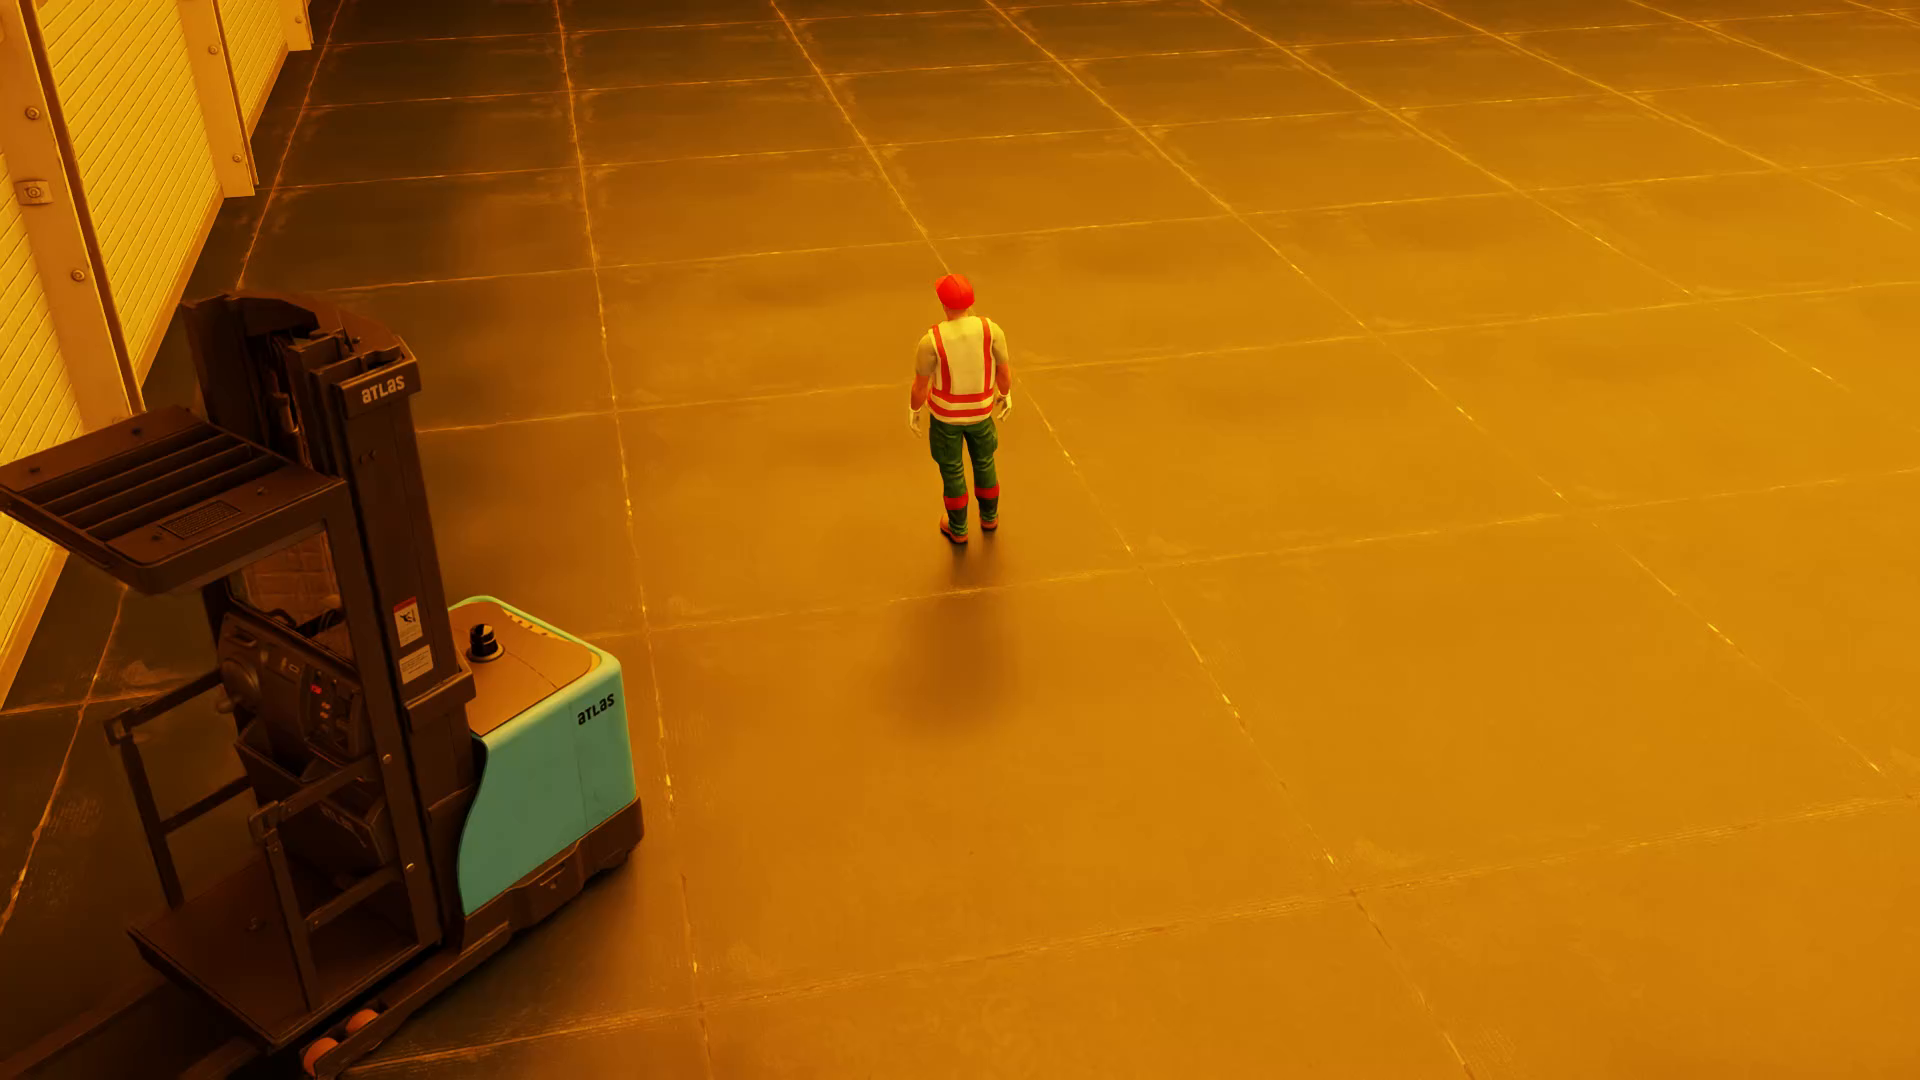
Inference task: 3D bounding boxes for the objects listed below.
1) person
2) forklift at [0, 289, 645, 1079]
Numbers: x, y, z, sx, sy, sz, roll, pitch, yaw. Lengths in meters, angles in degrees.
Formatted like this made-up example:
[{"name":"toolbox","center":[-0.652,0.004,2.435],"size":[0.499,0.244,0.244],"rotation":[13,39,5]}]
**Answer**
[{"name":"person","center":[-0.007,-0.822,10.118],"size":[0.637,1.790,0.562],"rotation":[-7,31,-12]},{"name":"forklift","center":[-2.791,0.637,6.474],"size":[1.130,2.935,3.031],"rotation":[21,36,31]}]
